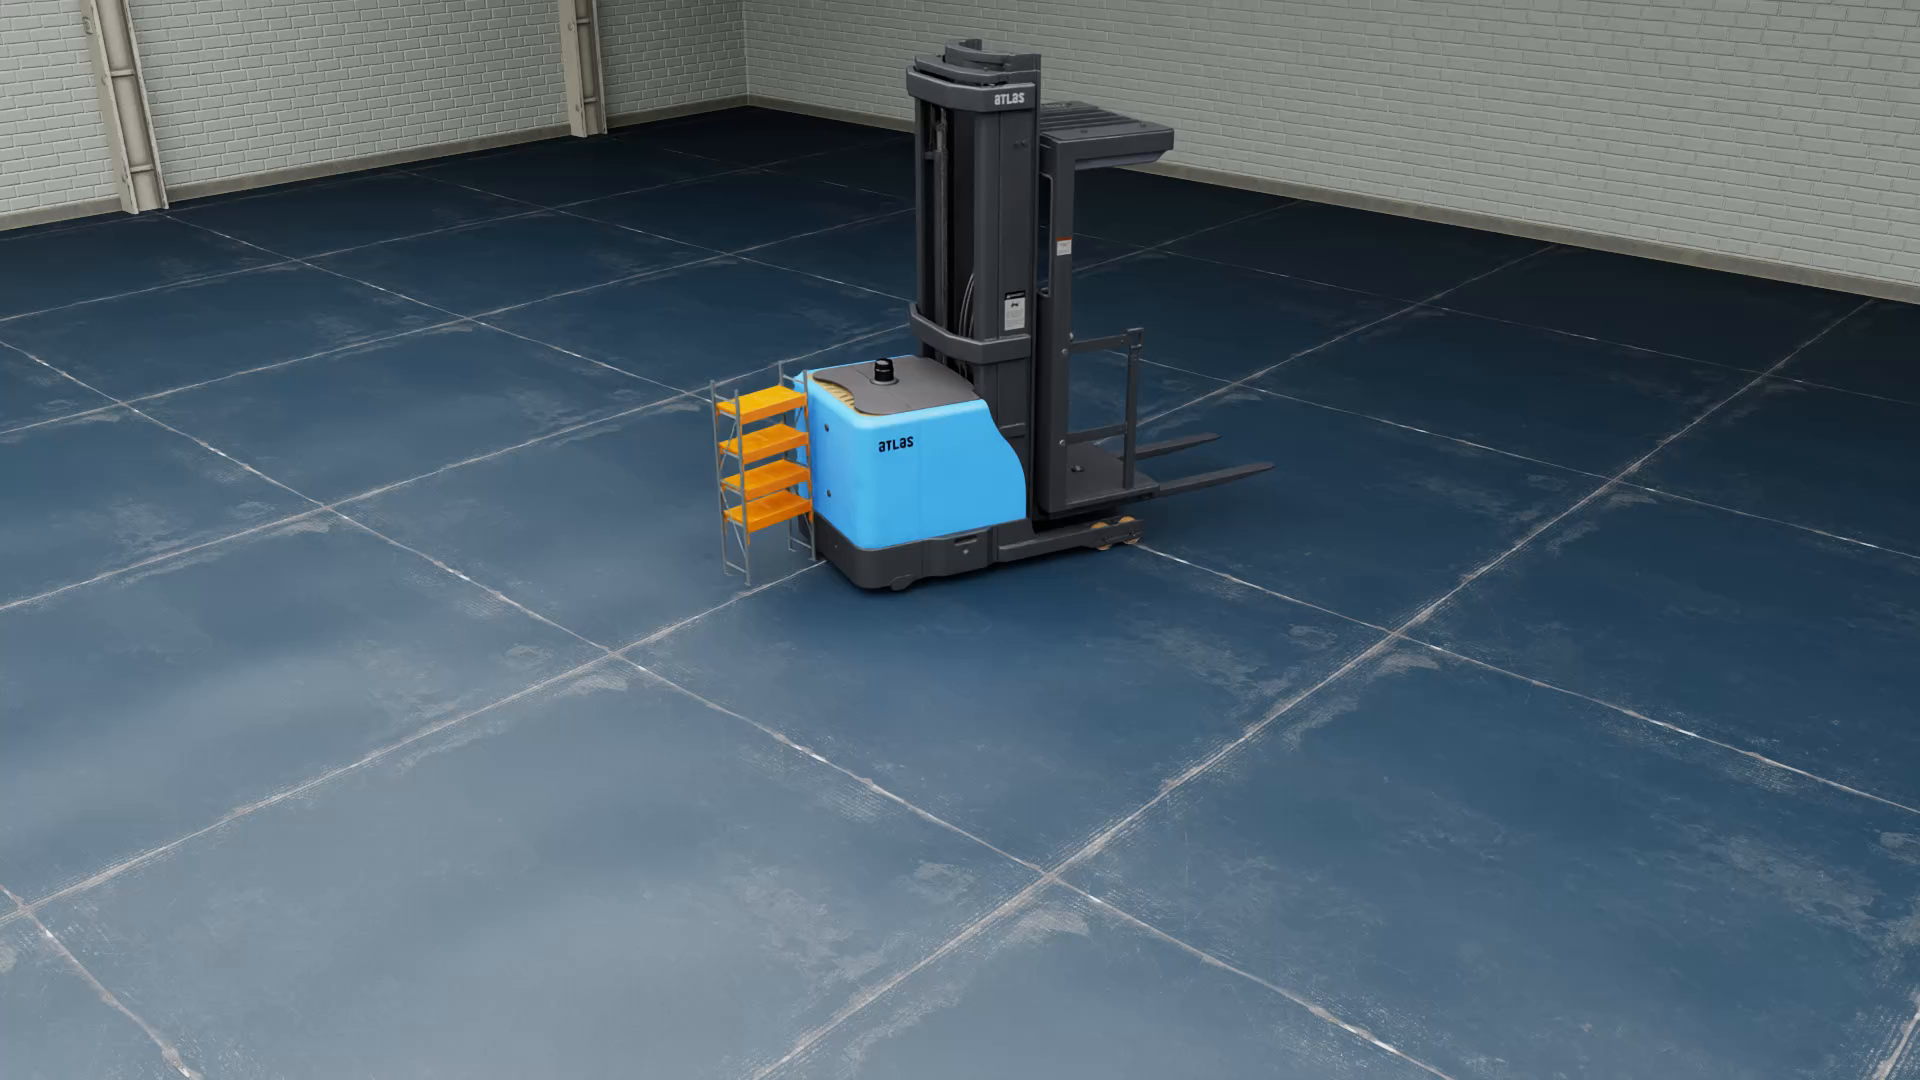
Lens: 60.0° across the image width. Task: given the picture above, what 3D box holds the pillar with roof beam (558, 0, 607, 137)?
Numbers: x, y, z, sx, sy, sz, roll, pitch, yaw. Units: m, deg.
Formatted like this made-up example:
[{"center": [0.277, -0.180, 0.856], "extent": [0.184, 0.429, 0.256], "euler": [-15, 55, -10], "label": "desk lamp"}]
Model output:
[{"center": [-1.818, -8.429, 18.050], "extent": [9.100, 9.000, 0.400], "euler": [20, 31, 38], "label": "pillar with roof beam"}]

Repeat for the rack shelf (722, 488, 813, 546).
[{"center": [-1.128, -0.140, 9.740], "extent": [0.480, 0.148, 0.258], "euler": [-22, 32, -39], "label": "rack shelf"}]

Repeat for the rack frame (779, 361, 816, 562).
[{"center": [-0.955, -0.454, 9.786], "extent": [0.015, 1.200, 0.240], "euler": [-22, 32, -39], "label": "rack frame"}]

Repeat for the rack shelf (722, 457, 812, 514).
[{"center": [-1.129, -0.321, 9.658], "extent": [0.480, 0.148, 0.258], "euler": [-22, 32, -39], "label": "rack shelf"}]

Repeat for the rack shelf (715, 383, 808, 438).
[{"center": [-1.133, -0.740, 9.469], "extent": [0.480, 0.148, 0.258], "euler": [-22, 32, -39], "label": "rack shelf"}]

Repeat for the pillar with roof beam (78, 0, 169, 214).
[{"center": [-5.822, -6.601, 13.973], "extent": [9.100, 9.000, 0.400], "euler": [20, 31, 38], "label": "pillar with roof beam"}]

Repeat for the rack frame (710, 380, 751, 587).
[{"center": [-1.304, -0.311, 9.475], "extent": [0.015, 1.200, 0.240], "euler": [-22, 32, -39], "label": "rack frame"}]

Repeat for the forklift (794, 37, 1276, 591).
[{"center": [0.555, -1.454, 9.911], "extent": [3.031, 2.935, 1.130], "euler": [-12, 27, -25], "label": "forklift"}]

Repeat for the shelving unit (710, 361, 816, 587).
[{"center": [-1.130, -0.382, 9.631], "extent": [0.503, 1.200, 0.258], "euler": [-22, 32, -39], "label": "shelving unit"}]

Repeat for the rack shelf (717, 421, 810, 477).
[{"center": [-1.131, -0.525, 9.566], "extent": [0.480, 0.148, 0.258], "euler": [-22, 32, -39], "label": "rack shelf"}]
